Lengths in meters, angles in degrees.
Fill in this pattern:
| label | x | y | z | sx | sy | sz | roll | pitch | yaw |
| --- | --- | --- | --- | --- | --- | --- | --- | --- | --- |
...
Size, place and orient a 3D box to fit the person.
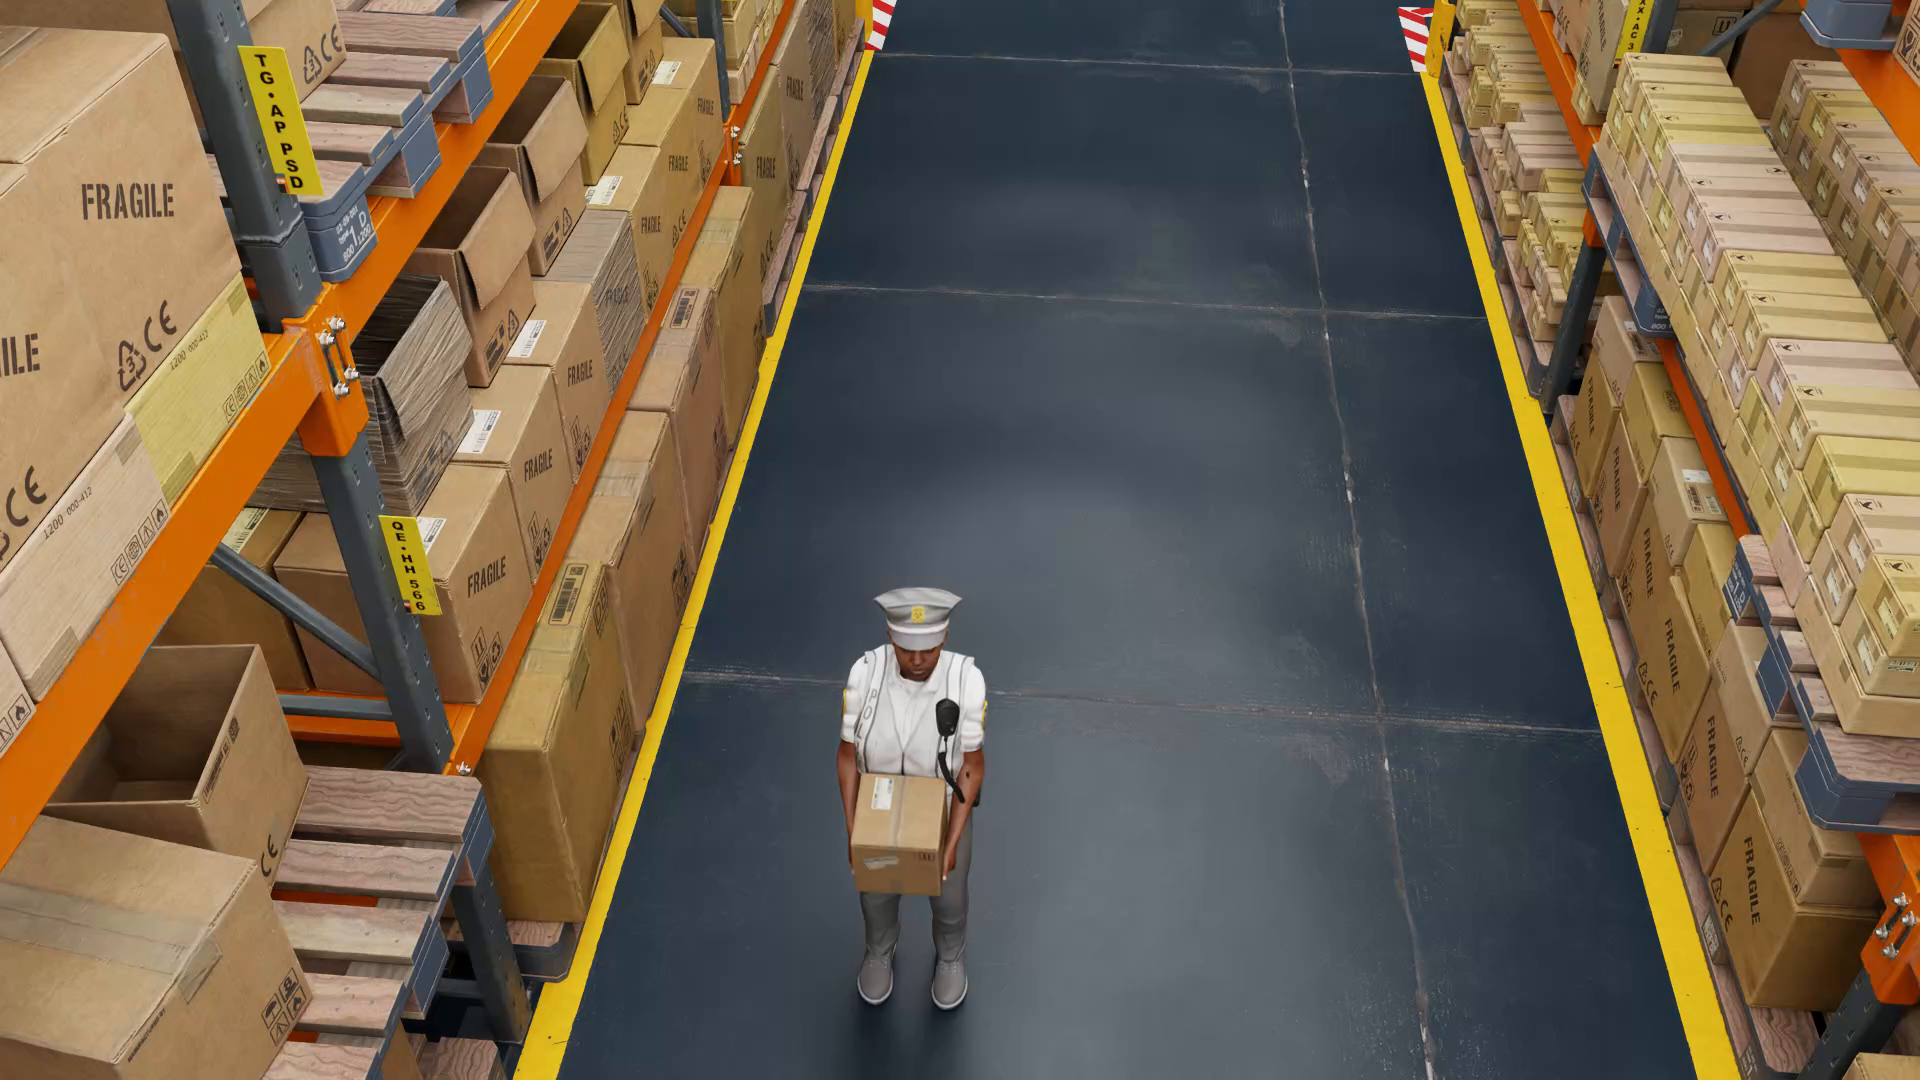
| label | x | y | z | sx | sy | sz | roll | pitch | yaw |
| --- | --- | --- | --- | --- | --- | --- | --- | --- | --- |
| person | -0.152 | 0.862 | 5.118 | 0.449 | 1.689 | 0.538 | 3 | 40 | 4 |
